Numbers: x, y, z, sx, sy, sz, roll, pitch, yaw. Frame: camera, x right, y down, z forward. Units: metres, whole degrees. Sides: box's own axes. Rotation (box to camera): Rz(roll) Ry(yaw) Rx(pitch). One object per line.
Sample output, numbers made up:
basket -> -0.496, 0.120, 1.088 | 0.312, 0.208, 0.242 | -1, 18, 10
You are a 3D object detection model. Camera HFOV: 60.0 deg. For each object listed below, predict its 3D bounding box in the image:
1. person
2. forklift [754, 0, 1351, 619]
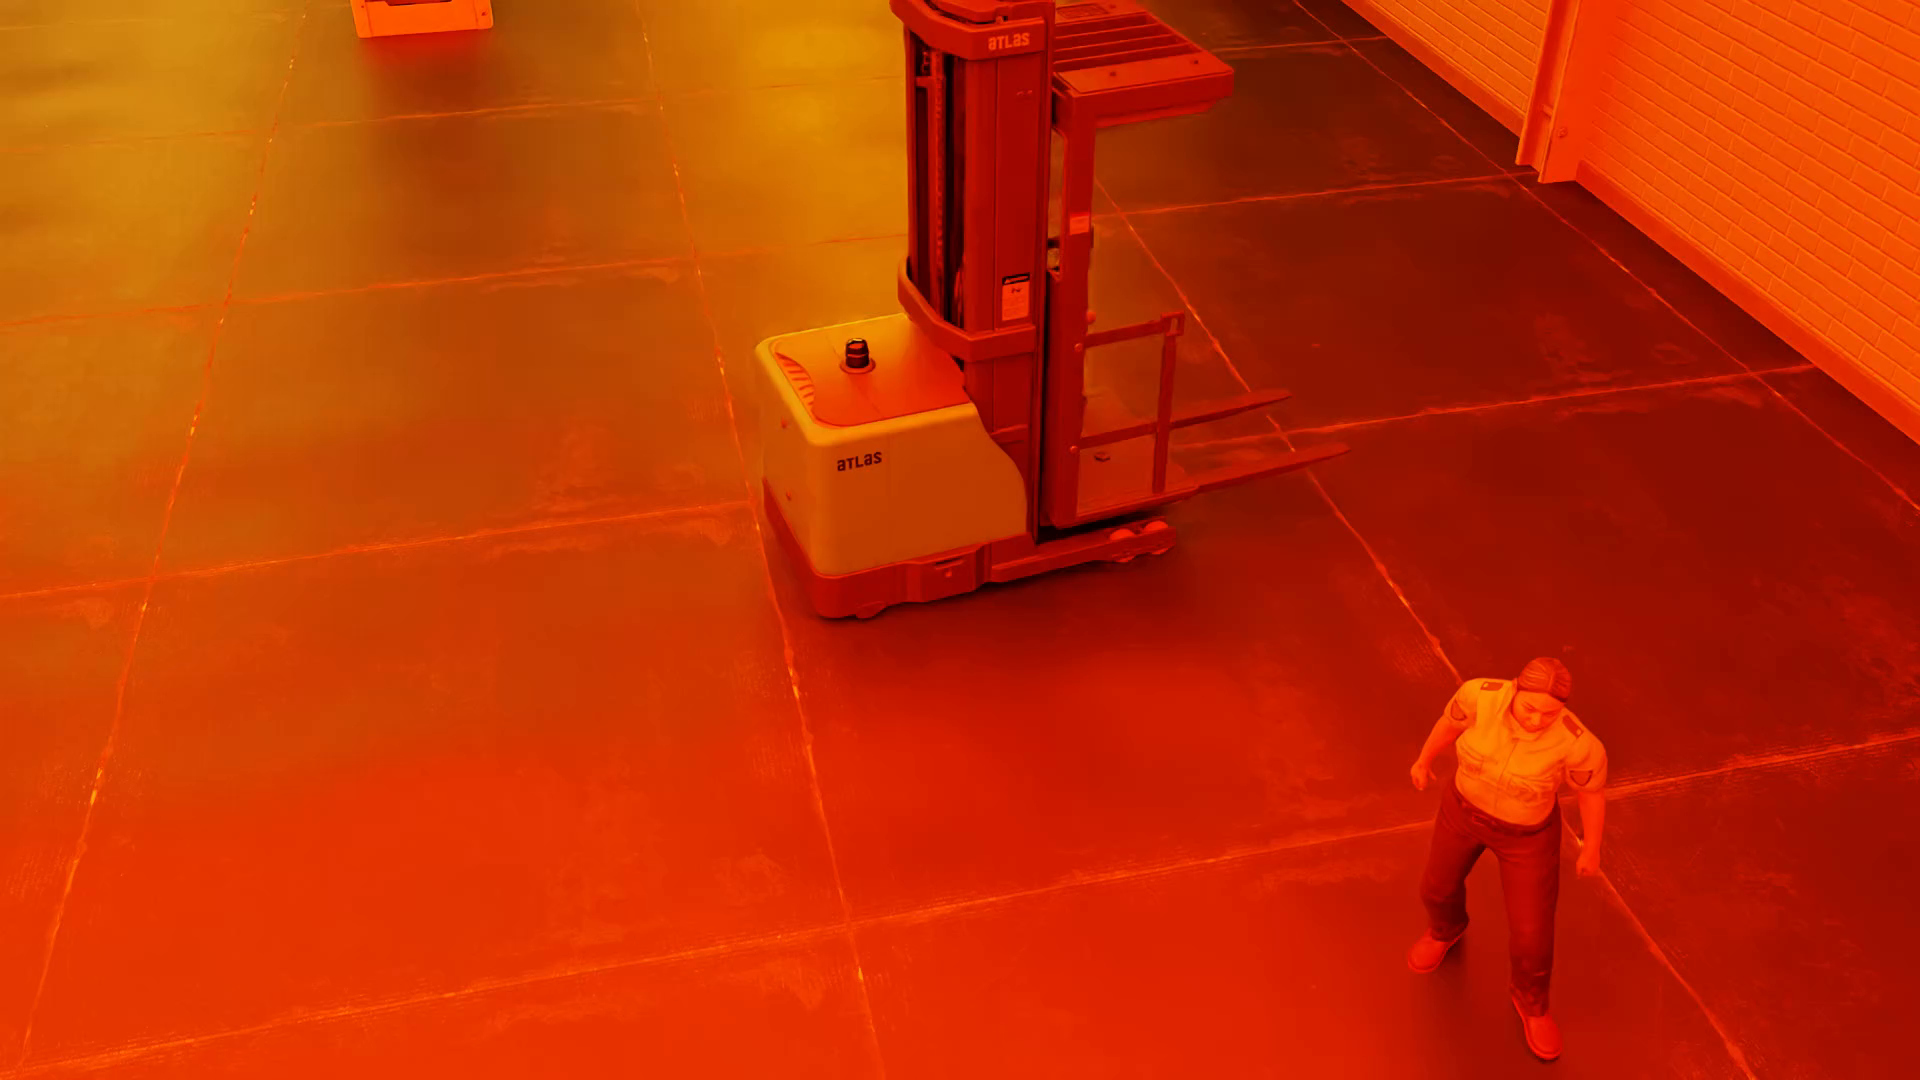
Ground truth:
person -> 1.919, 1.002, 5.799 | 0.814, 1.621, 0.389 | 26, 43, 31
forklift -> 0.556, -1.350, 7.926 | 3.031, 2.935, 1.130 | -13, 38, -17
